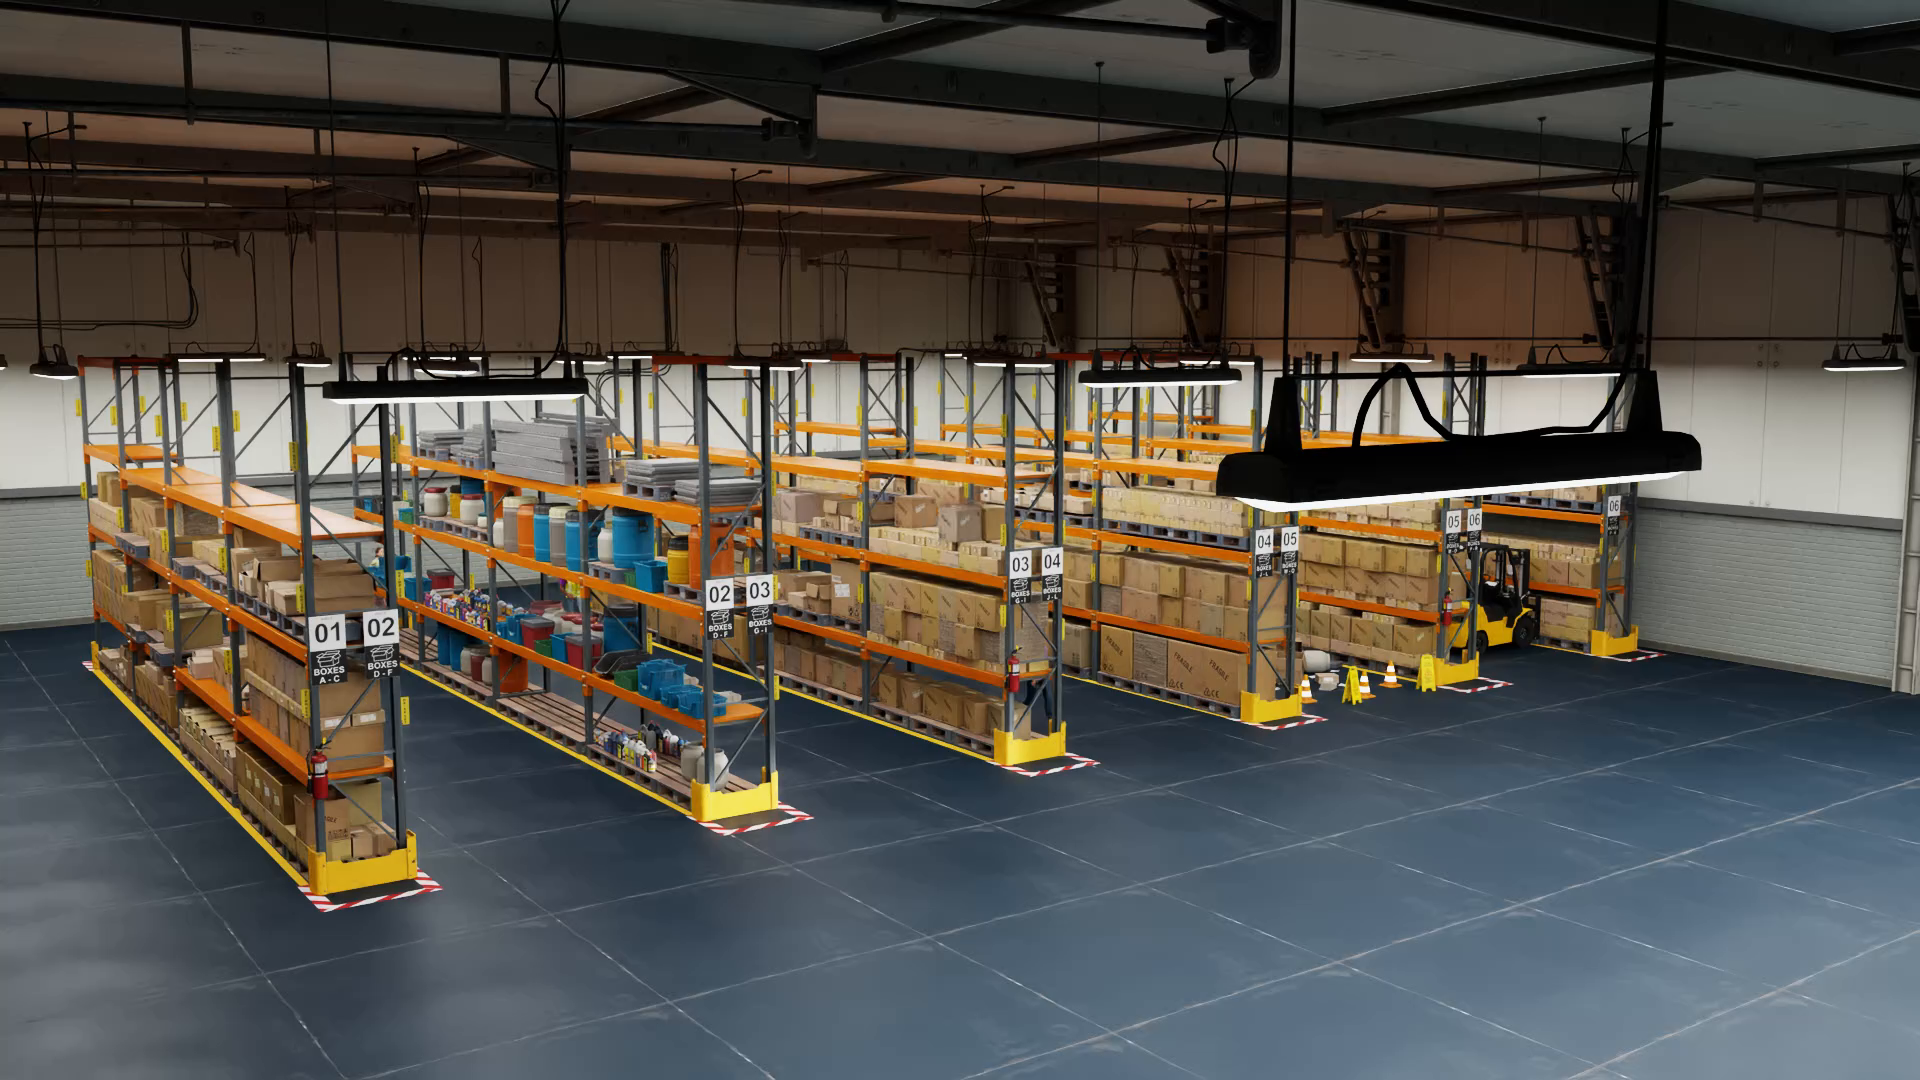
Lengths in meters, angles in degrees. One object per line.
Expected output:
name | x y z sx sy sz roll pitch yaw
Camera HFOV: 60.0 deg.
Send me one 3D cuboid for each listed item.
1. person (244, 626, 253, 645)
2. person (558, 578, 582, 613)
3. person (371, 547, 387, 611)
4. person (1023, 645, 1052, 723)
person | -13.377 1.688 31.361 0.547 1.674 0.951 -6 9 -38
person | -8.228 1.223 35.513 0.719 1.628 0.686 -3 8 -24
person | -13.058 0.951 37.661 1.069 1.599 0.490 5 9 36
person | 1.290 2.261 27.165 0.437 1.555 0.817 -4 8 -29
